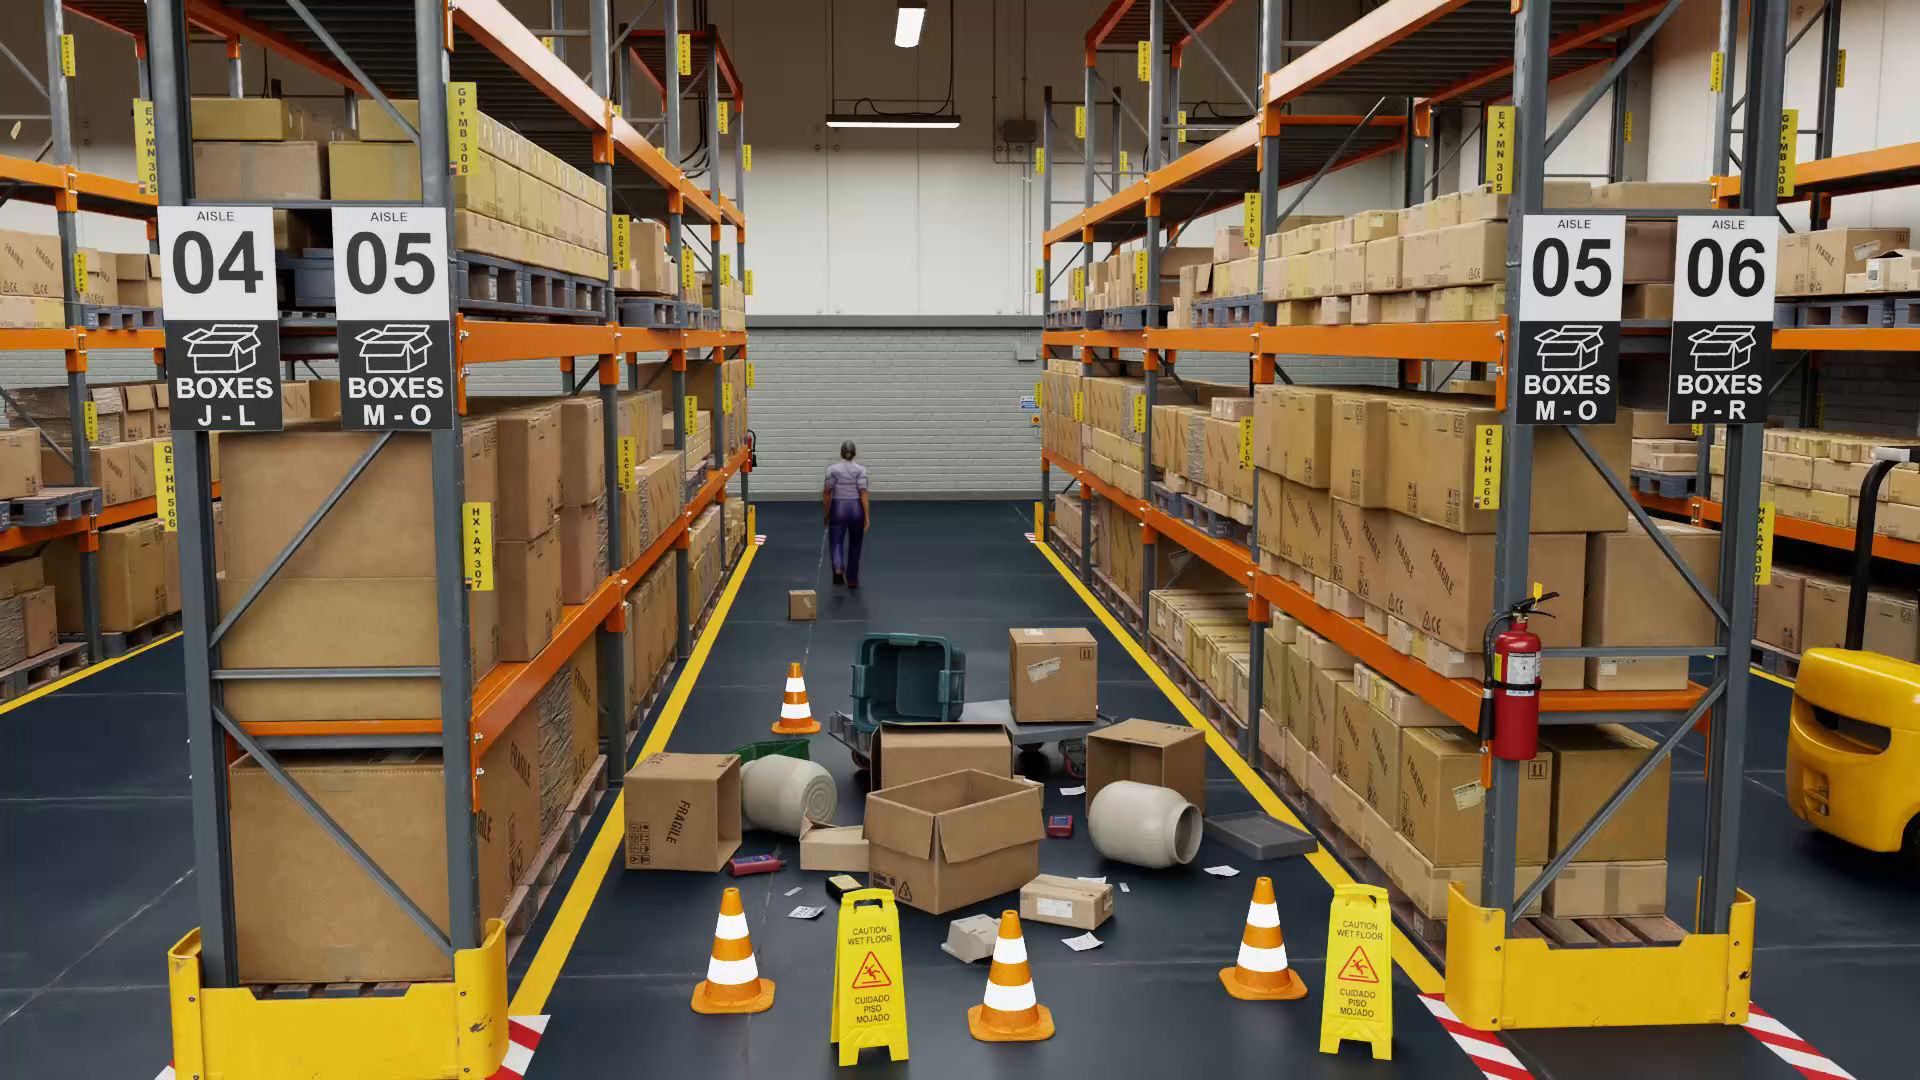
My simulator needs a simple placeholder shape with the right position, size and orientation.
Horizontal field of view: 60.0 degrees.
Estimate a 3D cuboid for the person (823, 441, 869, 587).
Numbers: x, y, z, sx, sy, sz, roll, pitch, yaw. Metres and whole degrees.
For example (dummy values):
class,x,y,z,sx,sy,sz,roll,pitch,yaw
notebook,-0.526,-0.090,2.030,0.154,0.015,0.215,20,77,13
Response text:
class,x,y,z,sx,sy,sz,roll,pitch,yaw
person,-1.235,-0.273,18.012,0.496,1.602,0.886,0,7,-3
